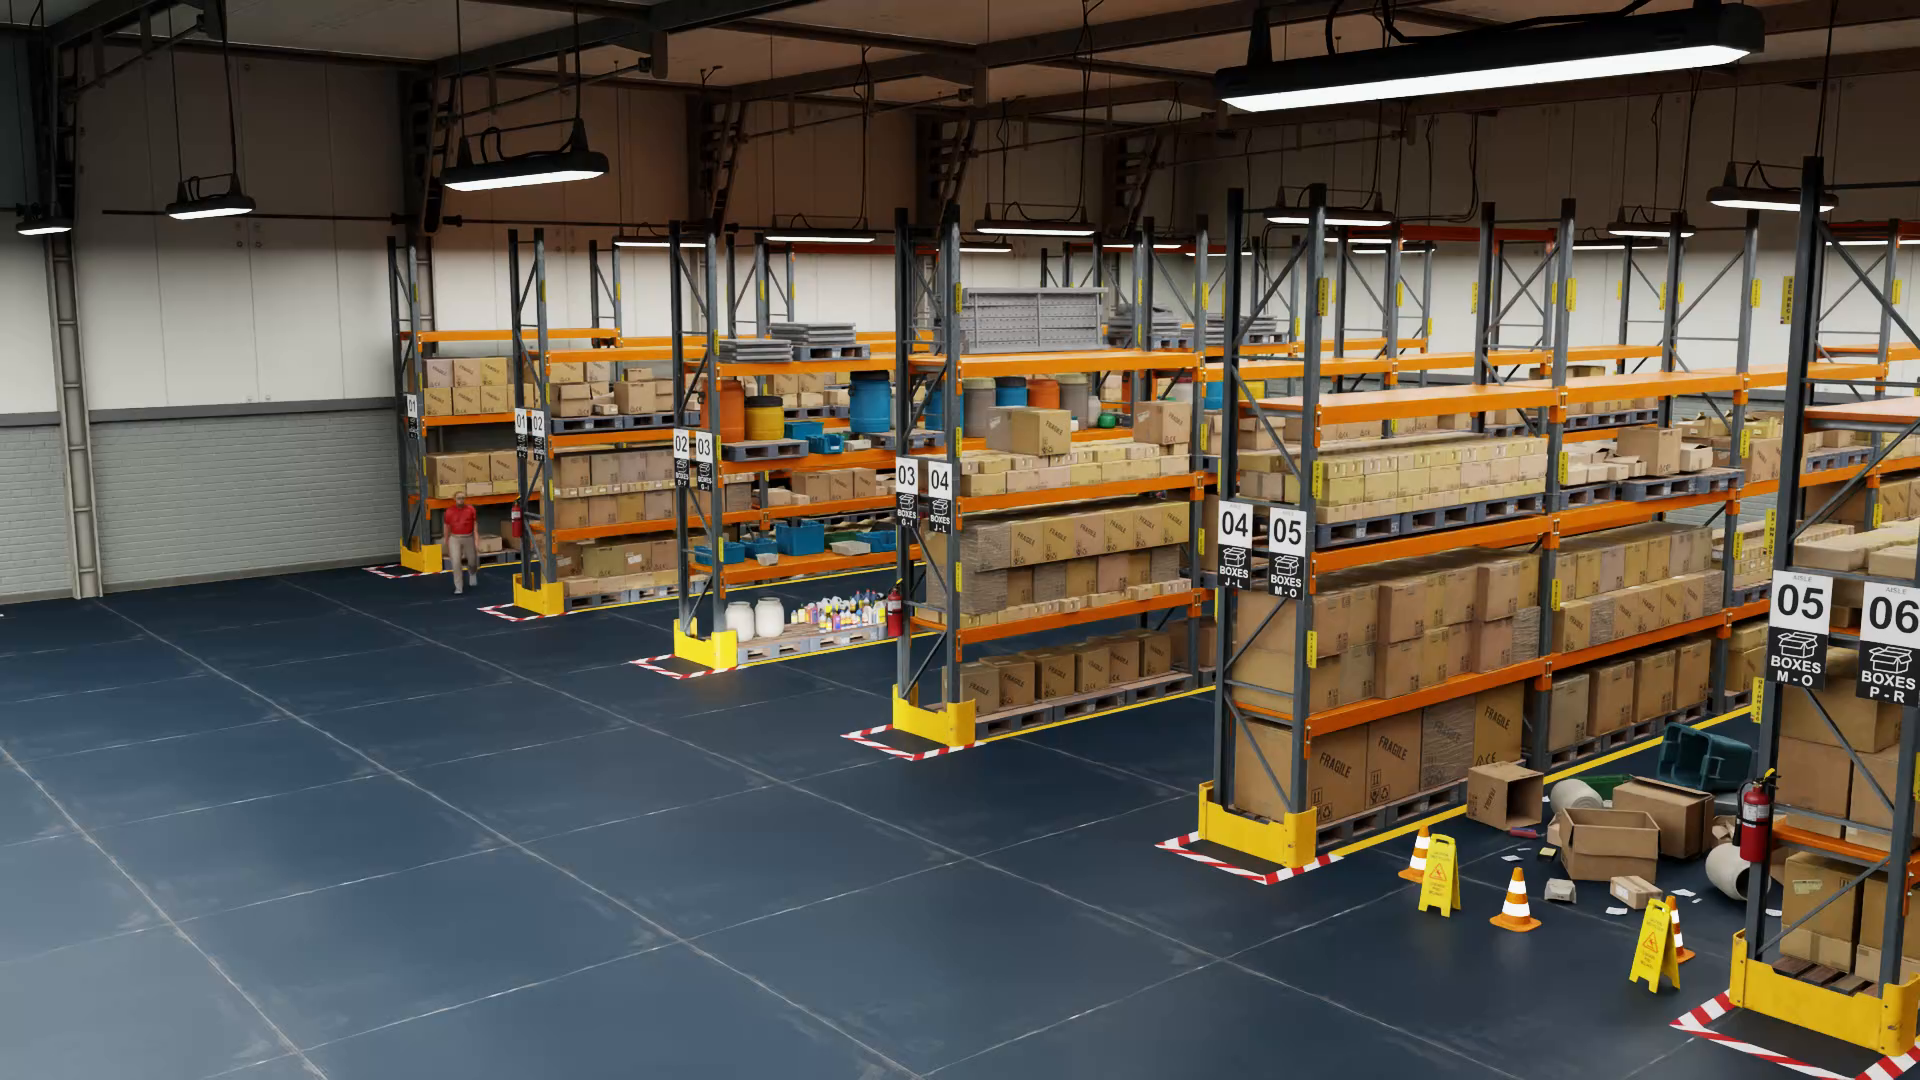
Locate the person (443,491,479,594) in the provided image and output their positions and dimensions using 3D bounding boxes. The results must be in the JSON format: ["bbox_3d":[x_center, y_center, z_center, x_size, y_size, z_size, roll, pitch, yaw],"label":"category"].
[{"bbox_3d":[-8.392,0.008,28.007,0.565,1.698,0.814,-2,9,-14],"label":"person"}]
